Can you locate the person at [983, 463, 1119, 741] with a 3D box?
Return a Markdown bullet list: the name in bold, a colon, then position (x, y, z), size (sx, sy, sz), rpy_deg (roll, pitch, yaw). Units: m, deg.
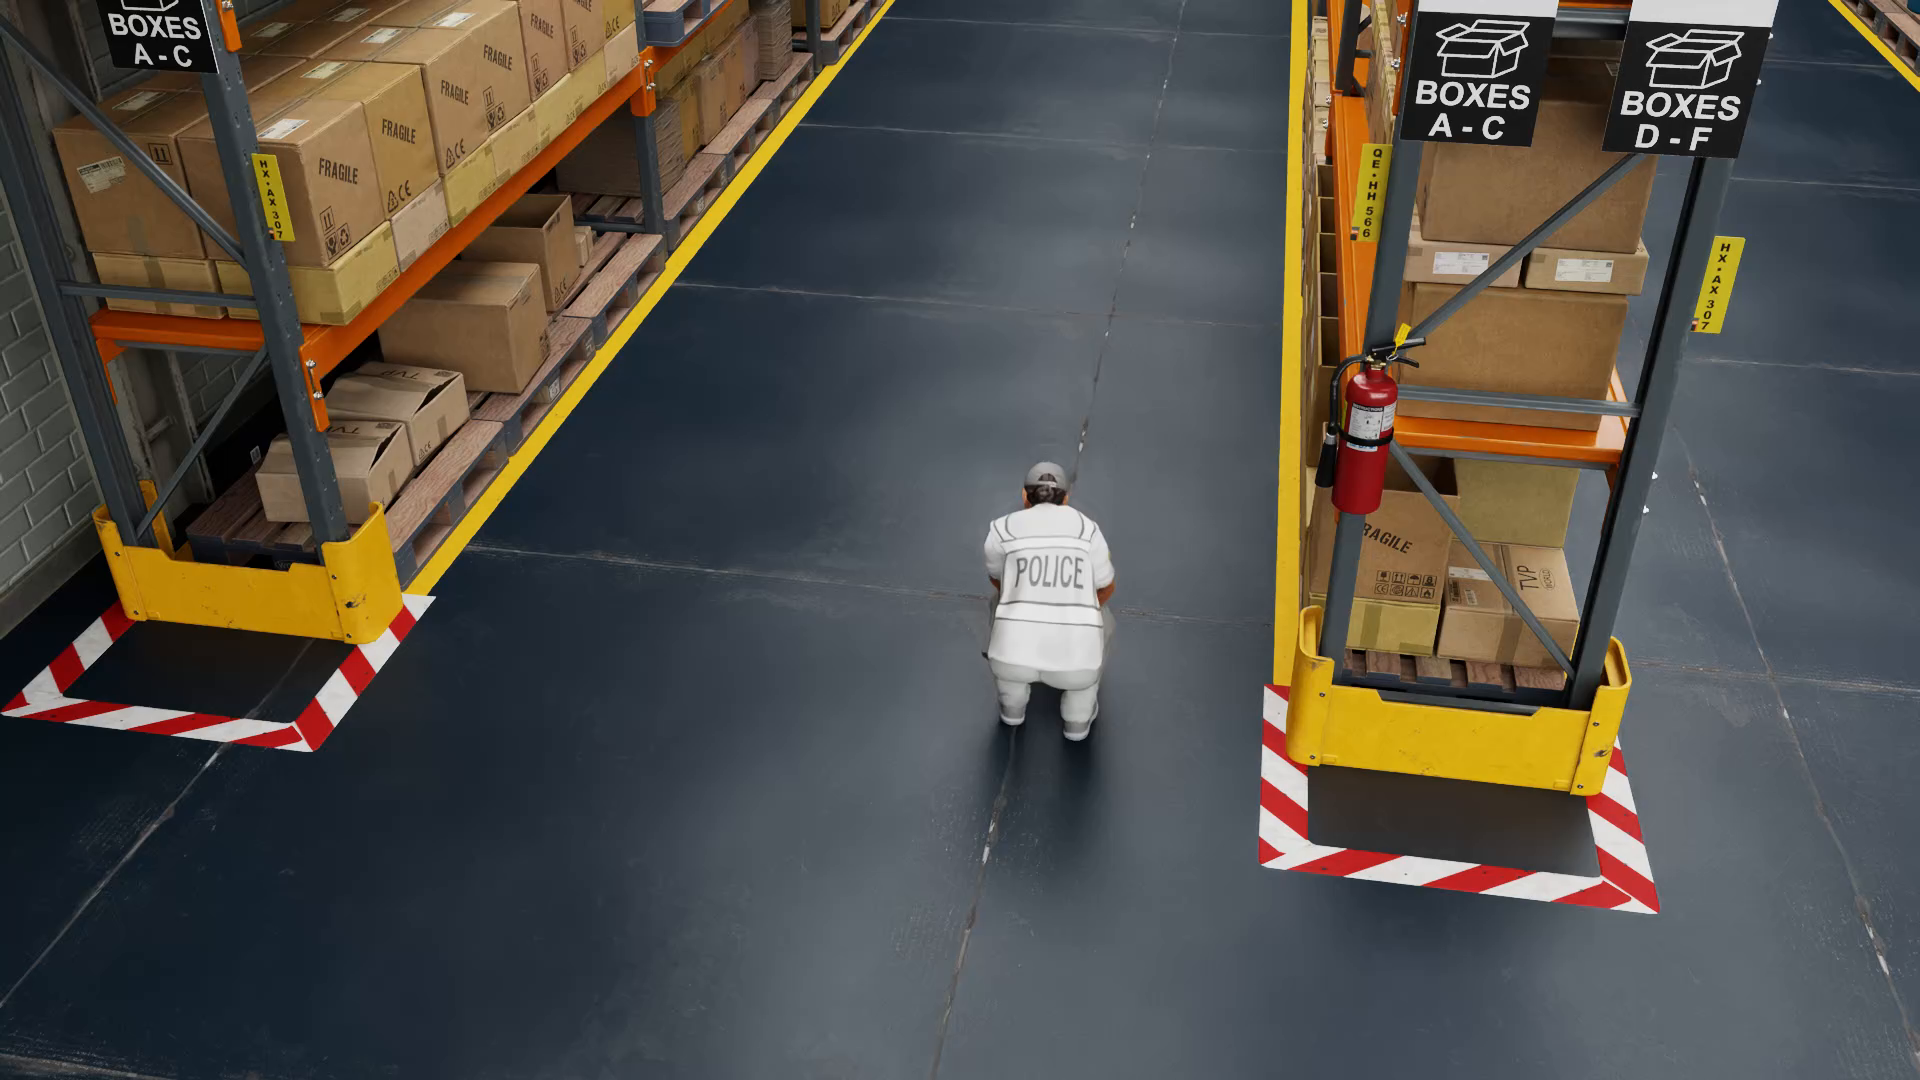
- **person**: position (0.350, 0.245, 6.442), size (0.502, 0.940, 0.844), rpy_deg (5, 33, 8)
